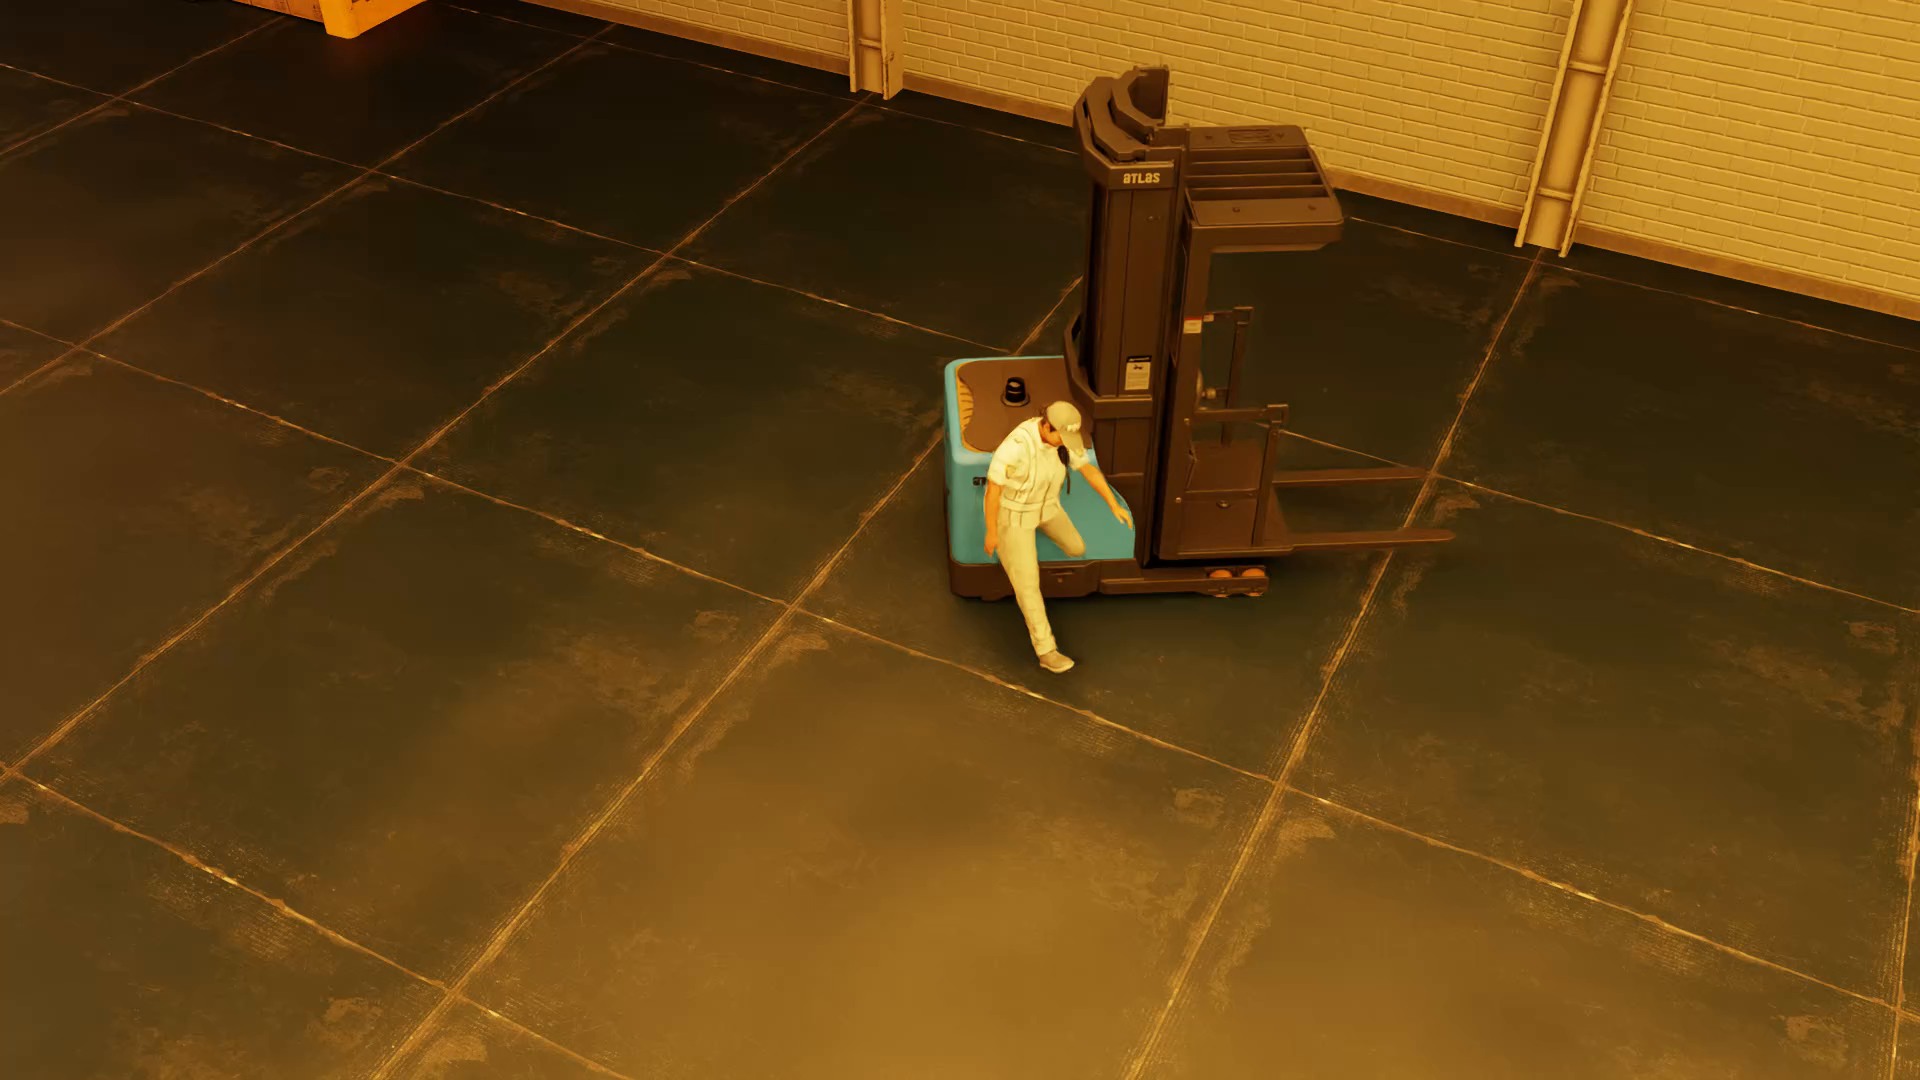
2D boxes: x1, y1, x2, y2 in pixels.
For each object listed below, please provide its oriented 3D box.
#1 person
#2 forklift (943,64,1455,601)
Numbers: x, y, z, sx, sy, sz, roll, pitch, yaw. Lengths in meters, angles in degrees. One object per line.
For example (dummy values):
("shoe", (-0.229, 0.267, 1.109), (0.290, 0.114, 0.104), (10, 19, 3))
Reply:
("person", (0.590, -0.093, 9.220), (0.909, 1.491, 0.957), (-26, 46, -27))
("forklift", (1.429, -1.122, 9.319), (3.031, 2.935, 1.130), (-2, 40, -2))
